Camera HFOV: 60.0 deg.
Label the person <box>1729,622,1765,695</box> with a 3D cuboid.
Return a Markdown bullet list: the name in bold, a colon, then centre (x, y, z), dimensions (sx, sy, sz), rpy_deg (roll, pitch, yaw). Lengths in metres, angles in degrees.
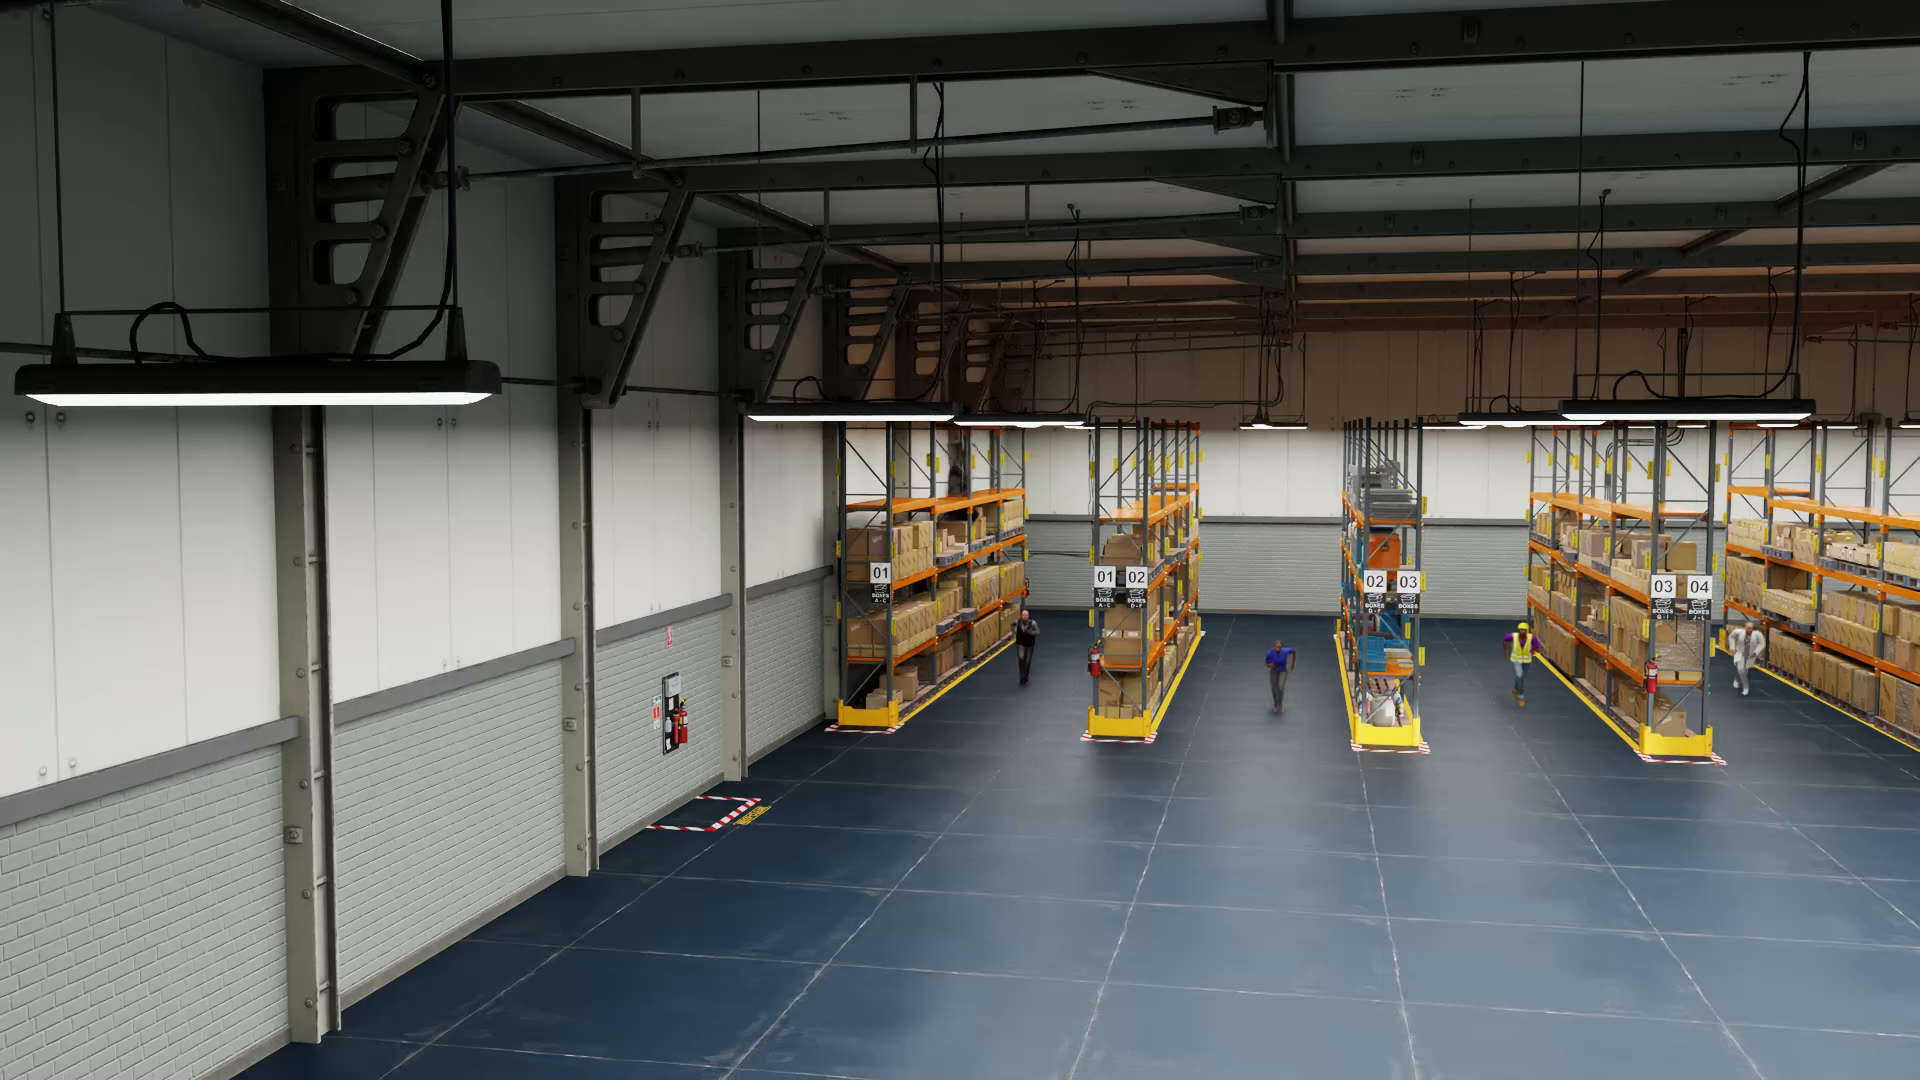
- **person**: centre (17.304, 2.565, 36.644), dimensions (0.716, 1.636, 1.093), rpy_deg (1, 4, 18)

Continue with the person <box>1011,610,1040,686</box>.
- **person**: centre (1.482, 2.432, 37.789), dimensions (0.650, 1.720, 0.943), rpy_deg (0, 4, -1)

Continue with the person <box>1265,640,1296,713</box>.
- **person**: centre (6.535, 2.770, 33.947), dimensions (0.610, 1.533, 0.937), rpy_deg (1, 4, 12)

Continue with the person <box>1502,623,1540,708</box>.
- **person**: centre (11.786, 2.597, 34.977), dimensions (0.695, 1.776, 1.004), rpy_deg (0, 4, 3)
